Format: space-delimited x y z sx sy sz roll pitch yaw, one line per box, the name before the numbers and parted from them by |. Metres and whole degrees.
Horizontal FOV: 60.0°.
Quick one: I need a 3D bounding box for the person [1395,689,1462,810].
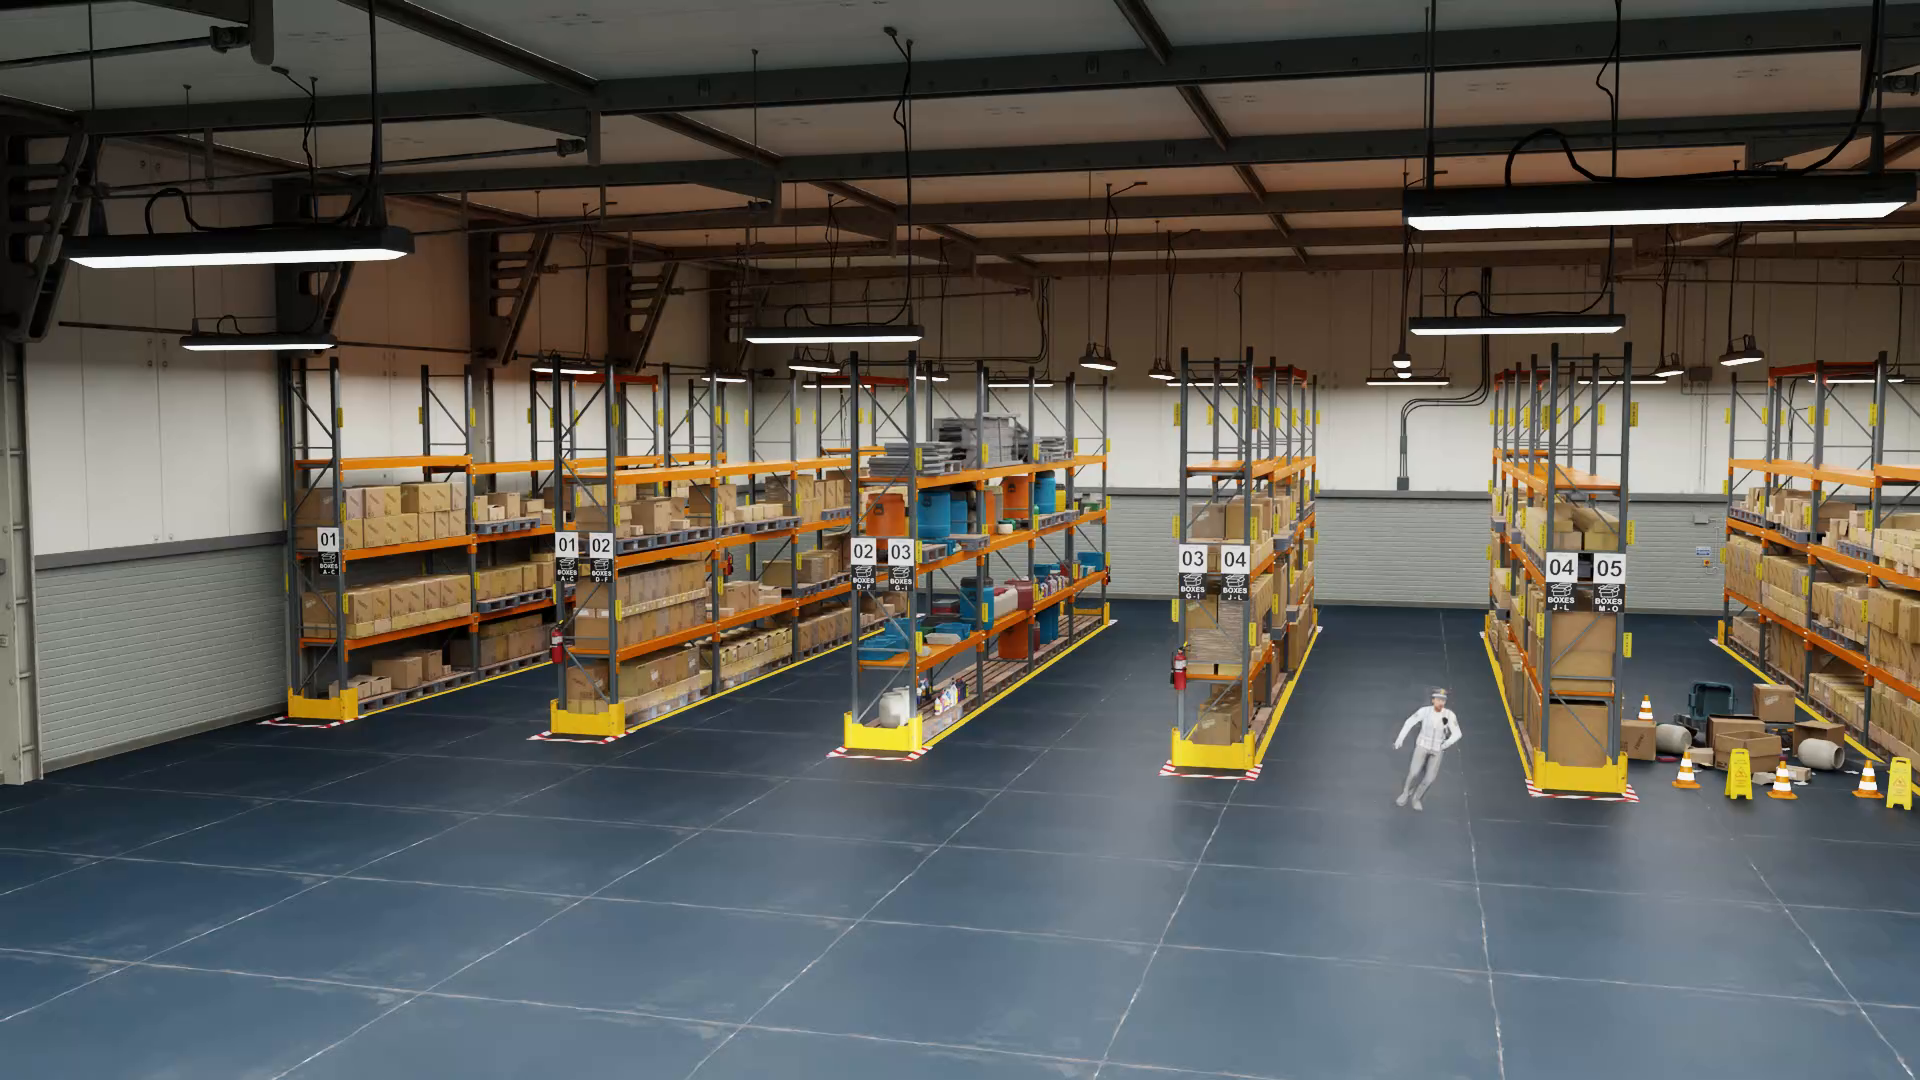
person | 5.974 2.680 21.158 0.789 1.610 0.575 0 4 6
